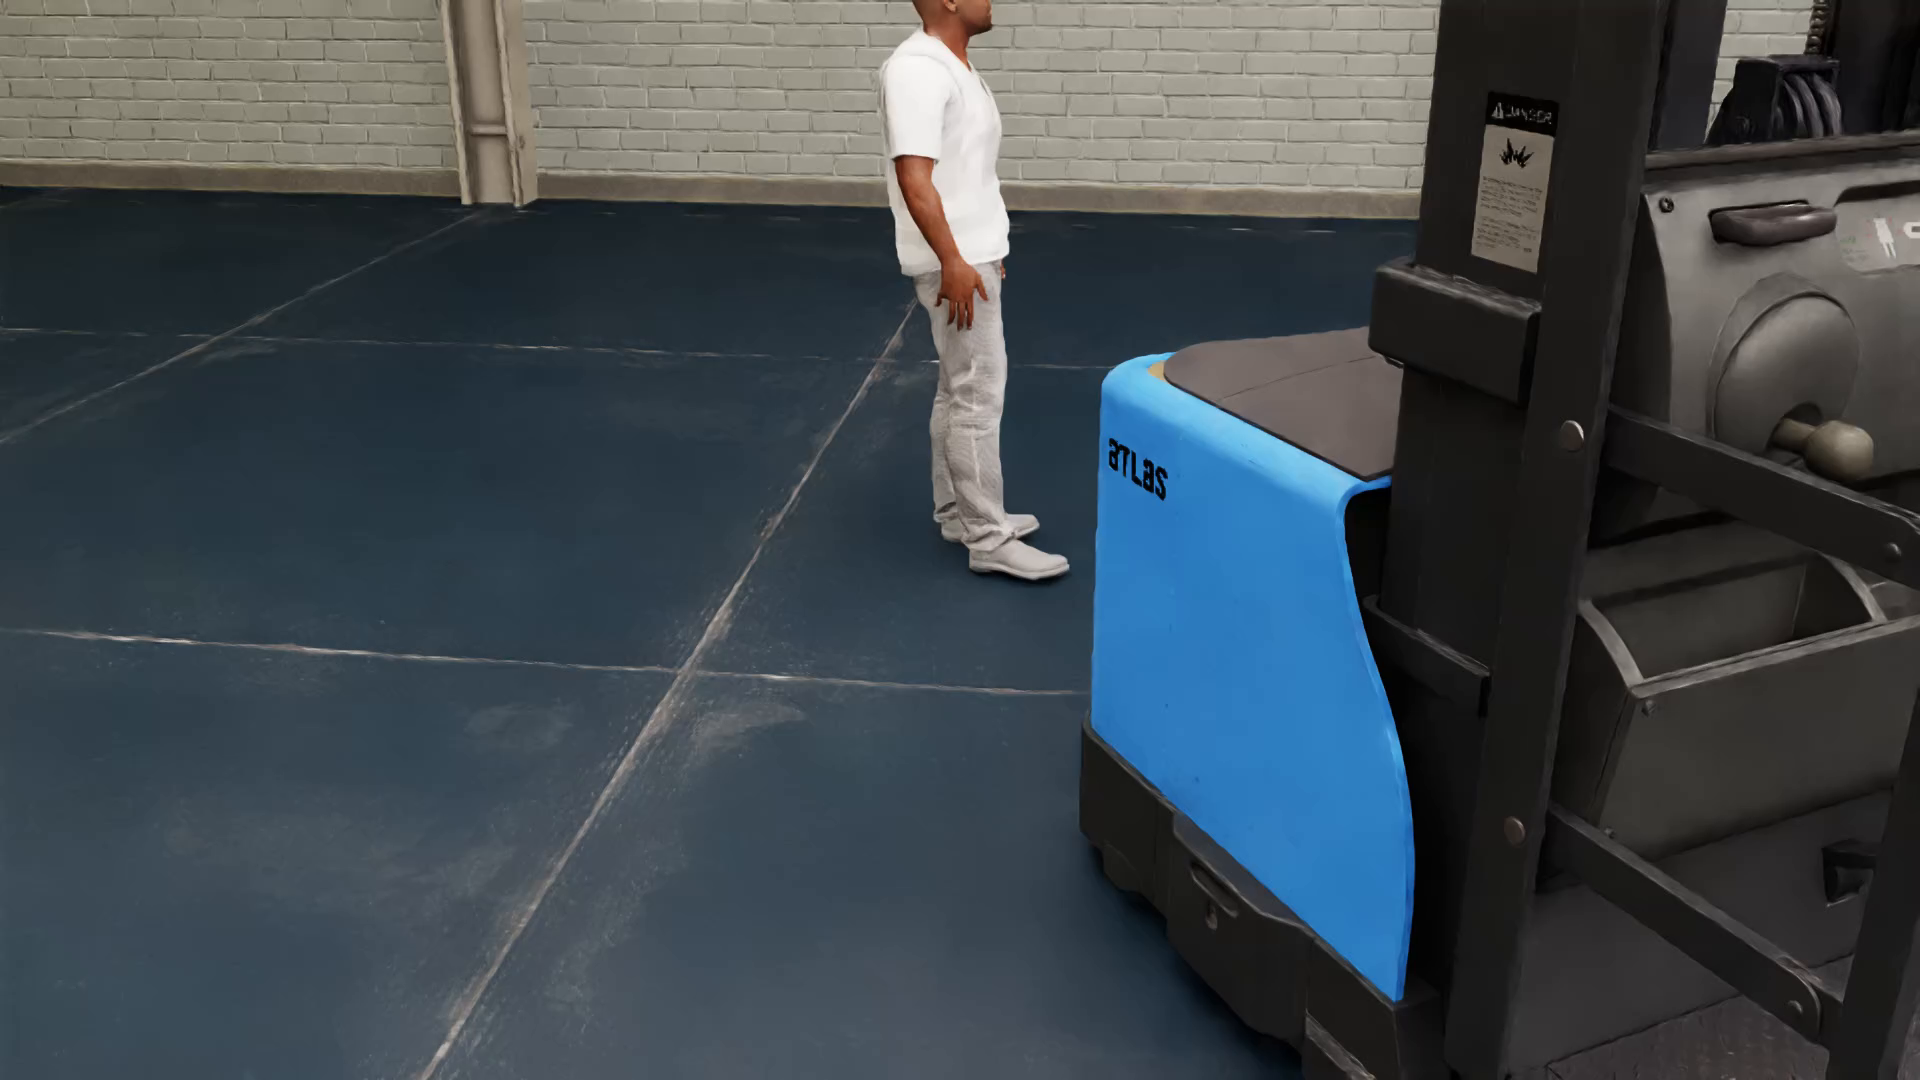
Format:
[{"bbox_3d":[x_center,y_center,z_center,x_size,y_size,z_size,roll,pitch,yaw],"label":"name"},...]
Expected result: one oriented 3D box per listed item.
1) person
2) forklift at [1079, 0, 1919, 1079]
[{"bbox_3d":[0.068,-0.820,4.831,0.576,1.766,0.665,3,22,7],"label":"person"},{"bbox_3d":[1.324,-0.282,1.953,1.130,2.935,3.031,-10,24,-23],"label":"forklift"}]
